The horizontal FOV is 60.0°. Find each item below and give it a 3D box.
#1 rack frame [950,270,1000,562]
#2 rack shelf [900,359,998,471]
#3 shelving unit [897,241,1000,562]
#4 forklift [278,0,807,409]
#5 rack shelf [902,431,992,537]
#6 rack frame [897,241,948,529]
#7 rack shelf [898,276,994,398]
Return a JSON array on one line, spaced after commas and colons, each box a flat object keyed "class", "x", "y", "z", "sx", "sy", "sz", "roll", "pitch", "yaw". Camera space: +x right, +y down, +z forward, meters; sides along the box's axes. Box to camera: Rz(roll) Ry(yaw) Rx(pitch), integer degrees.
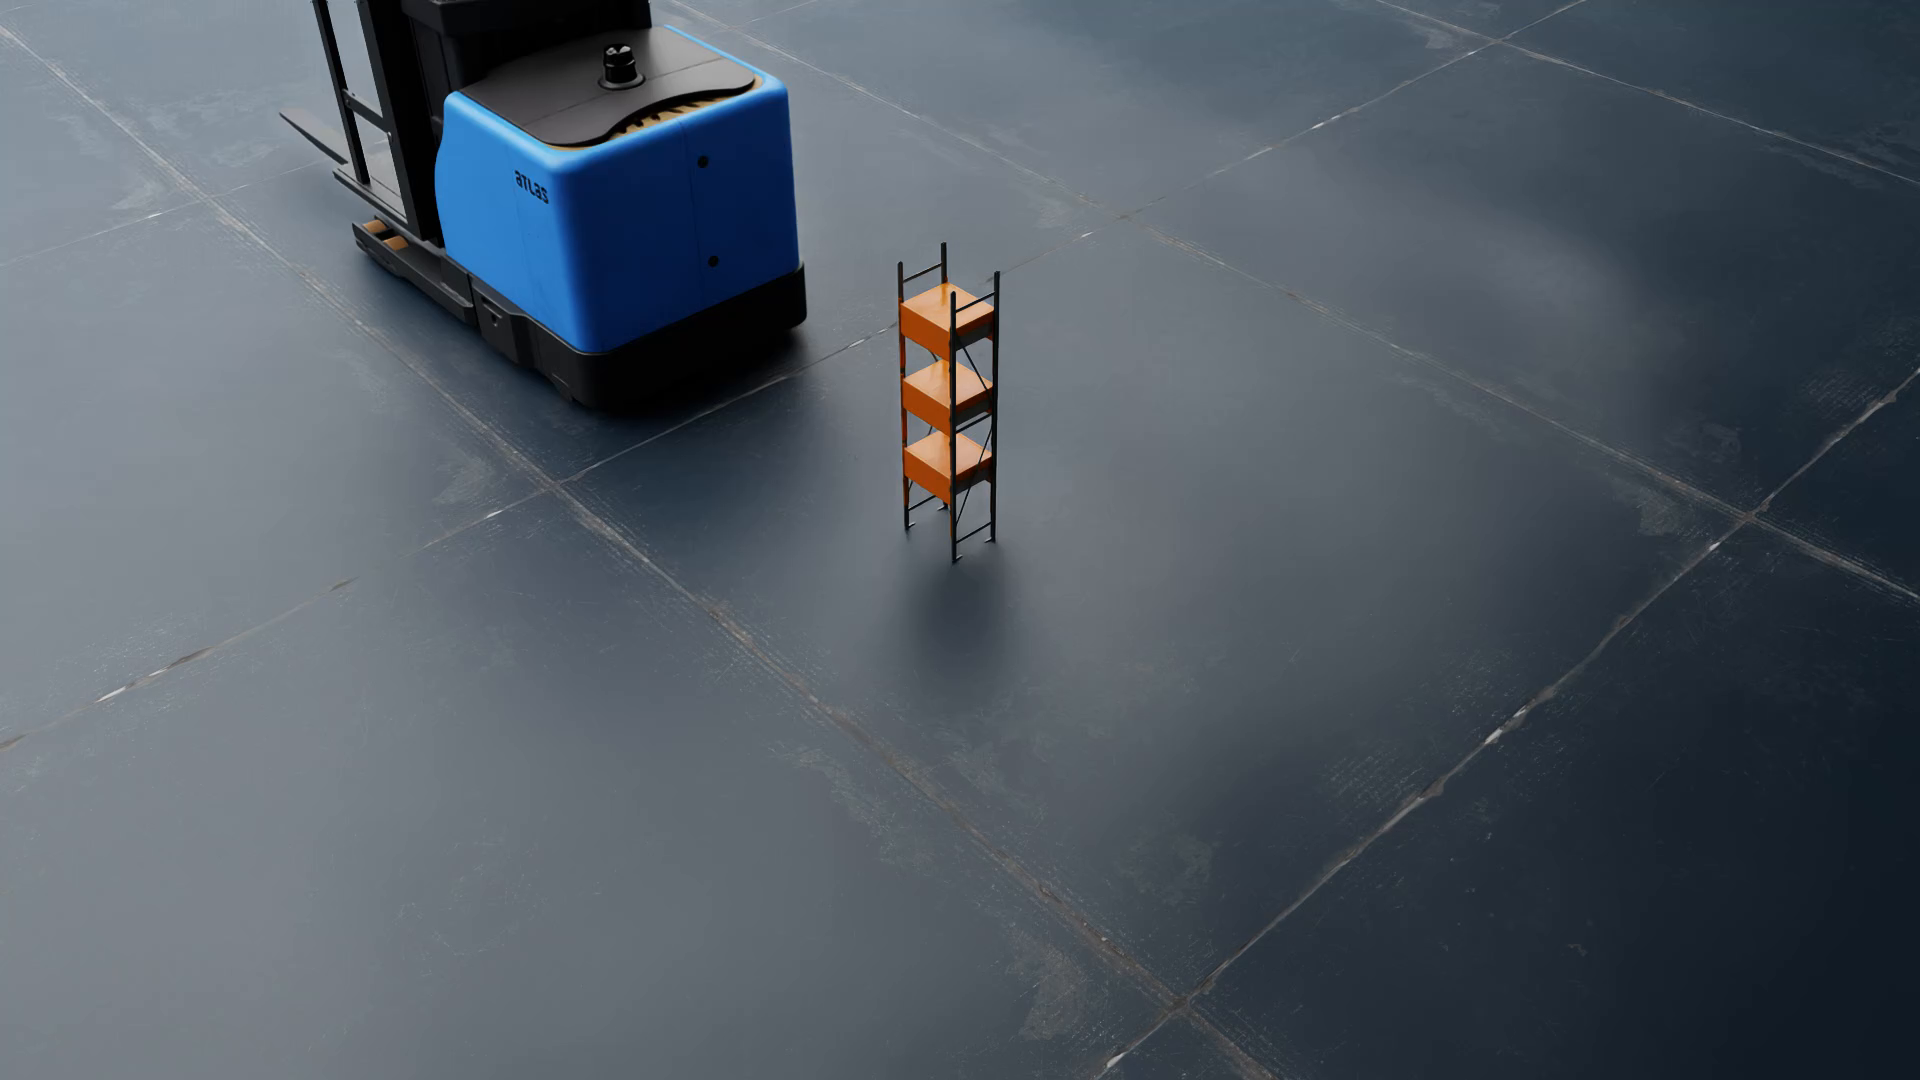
[{"class": "rack frame", "x": 0.046, "y": -0.377, "z": 5.381, "sx": 0.200, "sy": 1.050, "sz": 0.008, "roll": -30, "pitch": 48, "yaw": -32}, {"class": "rack shelf", "x": -0.036, "y": -0.425, "z": 5.457, "sx": 0.215, "sy": 0.259, "sz": 0.240, "roll": -30, "pitch": 48, "yaw": -32}, {"class": "shelving unit", "x": -0.036, "y": -0.433, "z": 5.451, "sx": 0.215, "sy": 1.050, "sz": 0.252, "roll": -30, "pitch": 48, "yaw": -32}, {"class": "forklift", "x": -1.989, "y": -2.471, "z": 6.477, "sx": 1.130, "sy": 2.935, "sz": 3.031, "roll": -30, "pitch": 48, "yaw": -32}, {"class": "rack shelf", "x": -0.036, "y": -0.209, "z": 5.632, "sx": 0.215, "sy": 0.259, "sz": 0.240, "roll": -30, "pitch": 48, "yaw": -32}, {"class": "rack frame", "x": -0.119, "y": -0.490, "z": 5.521, "sx": 0.200, "sy": 1.050, "sz": 0.008, "roll": -30, "pitch": 48, "yaw": -32}, {"class": "rack shelf", "x": -0.036, "y": -0.646, "z": 5.279, "sx": 0.215, "sy": 0.259, "sz": 0.240, "roll": -30, "pitch": 48, "yaw": -32}]
